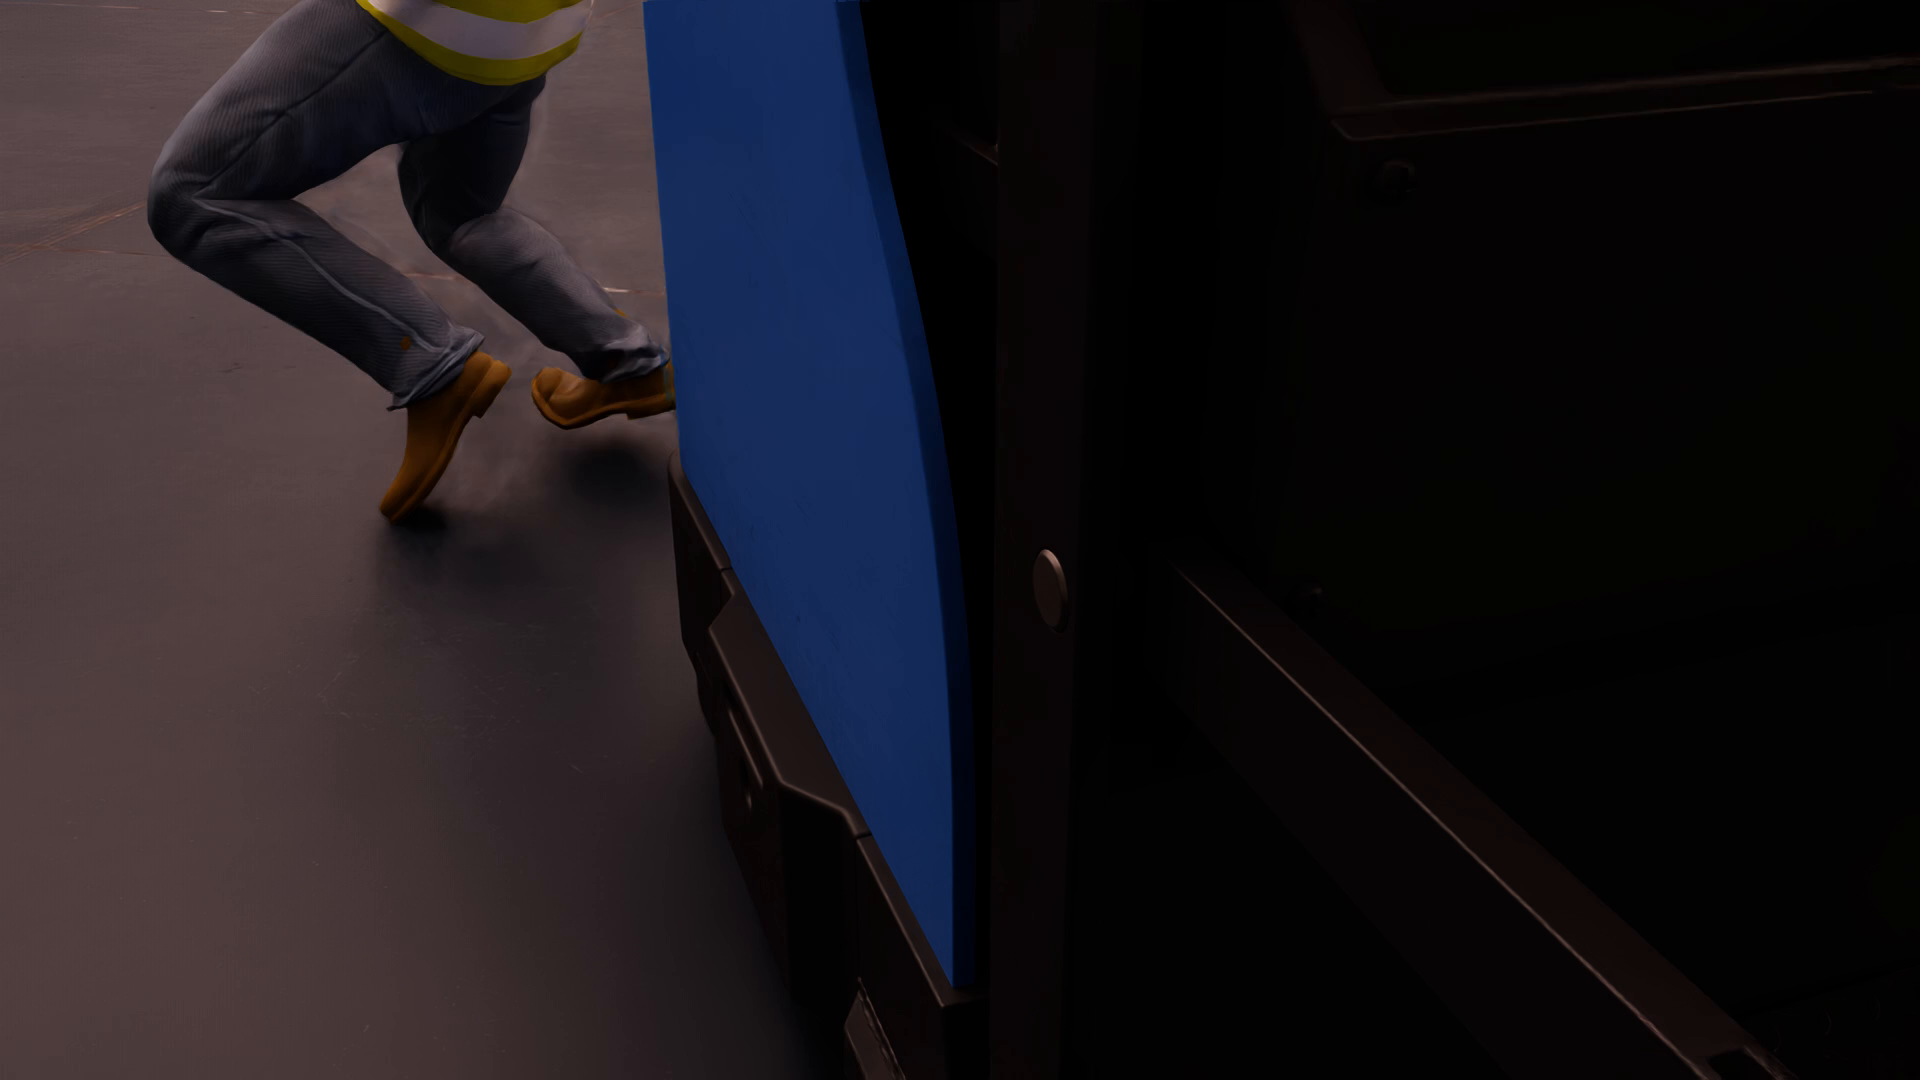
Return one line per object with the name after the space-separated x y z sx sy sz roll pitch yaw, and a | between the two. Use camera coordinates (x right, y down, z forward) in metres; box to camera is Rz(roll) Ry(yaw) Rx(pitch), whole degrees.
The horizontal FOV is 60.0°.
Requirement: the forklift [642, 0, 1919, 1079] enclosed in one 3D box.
0.631 -0.599 0.434 1.130 2.935 3.031 -9 28 -18 | forklift

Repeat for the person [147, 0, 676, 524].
-0.729 -0.799 2.274 0.807 1.662 1.083 6 27 13 | person
